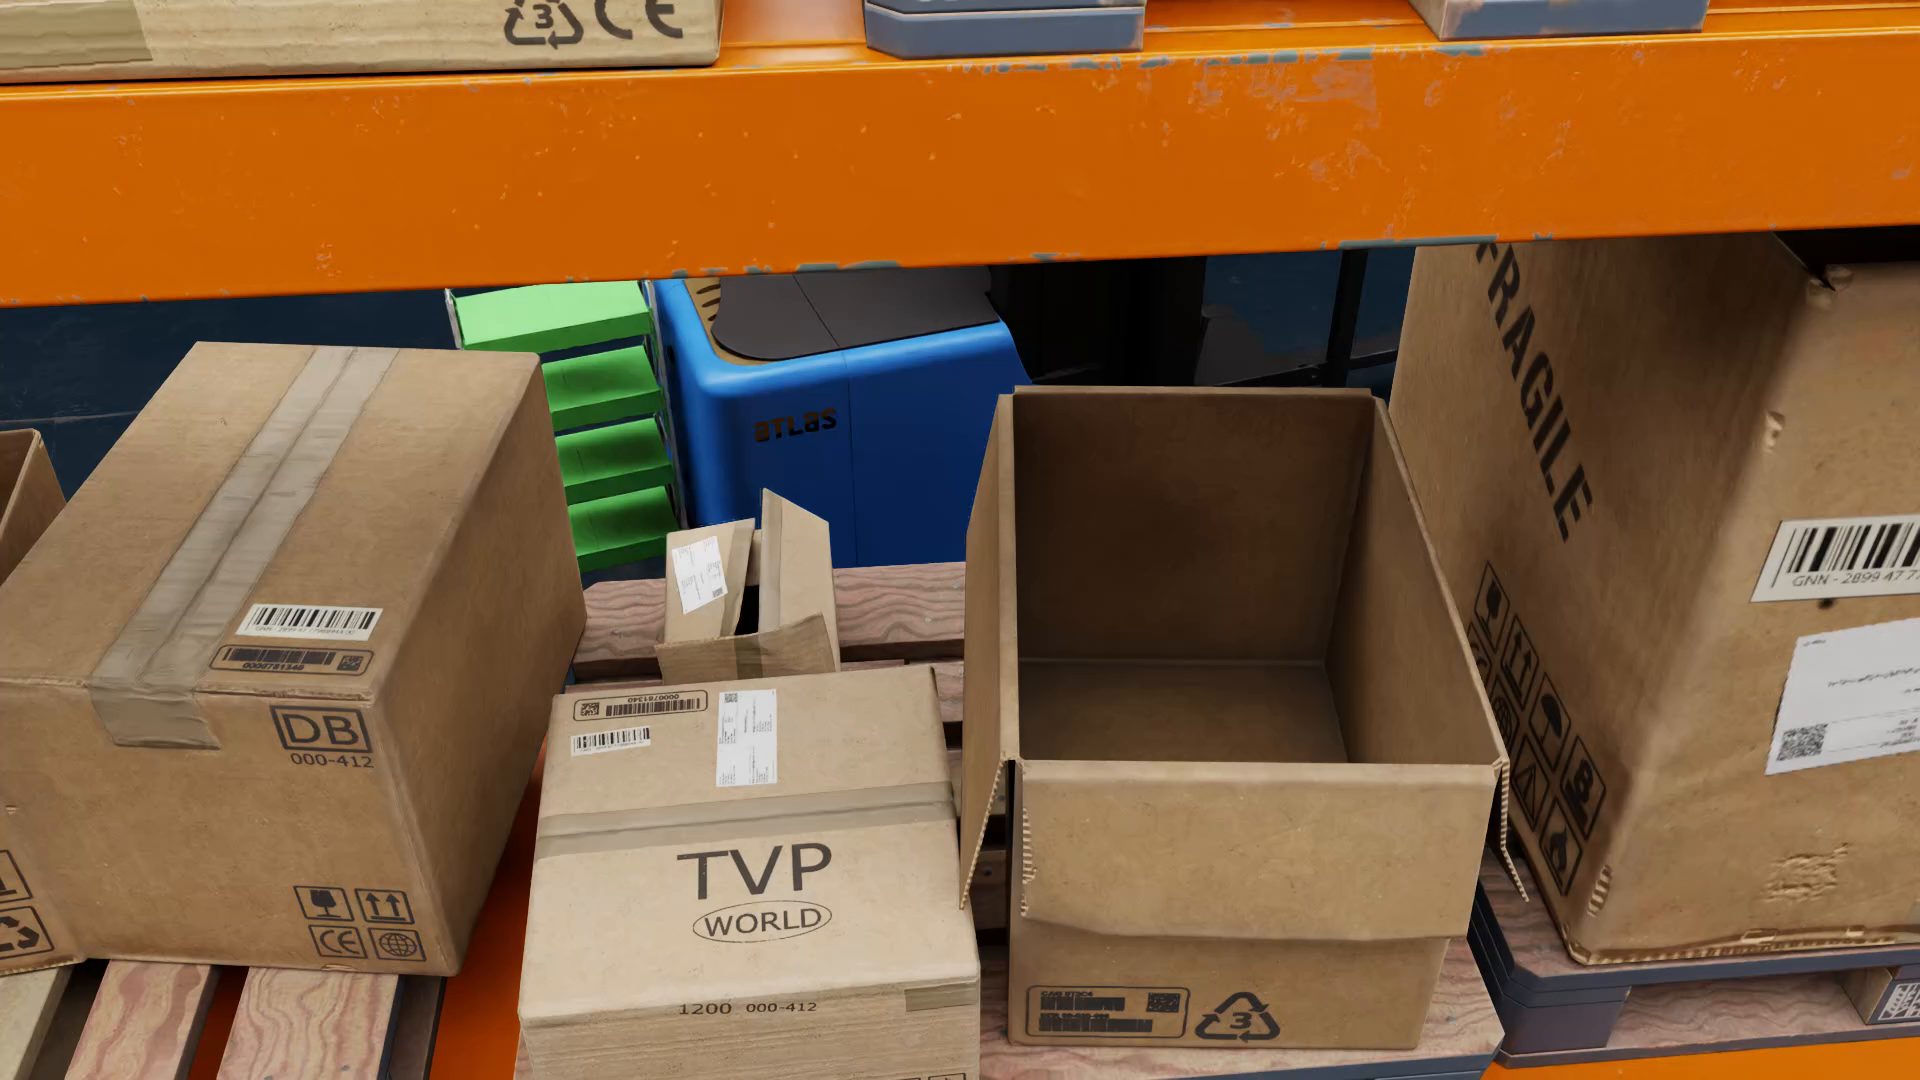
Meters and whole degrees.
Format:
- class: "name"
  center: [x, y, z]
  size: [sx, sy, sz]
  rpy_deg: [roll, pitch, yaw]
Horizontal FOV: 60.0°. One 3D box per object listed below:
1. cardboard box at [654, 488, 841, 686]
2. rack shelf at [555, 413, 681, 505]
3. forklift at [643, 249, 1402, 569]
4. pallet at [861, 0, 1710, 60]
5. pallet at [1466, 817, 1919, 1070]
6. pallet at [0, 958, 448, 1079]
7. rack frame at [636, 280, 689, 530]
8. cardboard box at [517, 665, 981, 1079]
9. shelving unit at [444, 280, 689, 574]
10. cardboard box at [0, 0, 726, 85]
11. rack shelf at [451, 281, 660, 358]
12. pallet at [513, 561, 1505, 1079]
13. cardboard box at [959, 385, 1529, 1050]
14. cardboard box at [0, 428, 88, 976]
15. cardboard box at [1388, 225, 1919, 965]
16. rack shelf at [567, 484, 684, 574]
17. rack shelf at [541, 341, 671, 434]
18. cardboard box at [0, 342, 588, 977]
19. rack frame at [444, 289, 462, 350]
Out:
- class: "cardboard box"
  center: [-0.307, 0.116, 2.451]
  size: [0.258, 0.266, 0.396]
  rpy_deg: [-4, 38, -5]
- class: "rack shelf"
  center: [-1.043, -0.178, 4.605]
  size: [0.480, 0.148, 0.258]
  rpy_deg: [-13, 40, -15]
- class: "forklift"
  center: [0.639, -1.273, 4.498]
  size: [3.031, 2.935, 1.130]
  rpy_deg: [-12, 40, -15]
- class: "pallet"
  center: [0.383, -0.810, 1.585]
  size: [1.003, 0.211, 1.213]
  rpy_deg: [-3, 38, -4]
- class: "pallet"
  center: [1.266, 0.294, 2.610]
  size: [1.213, 0.211, 1.003]
  rpy_deg: [-3, 38, -4]
- class: "pallet"
  center: [-1.243, 0.457, 2.404]
  size: [1.003, 0.211, 1.213]
  rpy_deg: [-3, 38, -4]
- class: "rack frame"
  center: [-0.814, -0.280, 4.627]
  size: [0.015, 1.200, 0.240]
  rpy_deg: [-13, 40, -15]
- class: "cardboard box"
  center: [-0.254, 0.430, 2.065]
  size: [0.500, 0.250, 0.500]
  rpy_deg: [-4, 38, -5]
- class: "shelving unit"
  center: [-1.044, -0.228, 4.565]
  size: [0.503, 1.200, 0.258]
  rpy_deg: [-13, 40, -15]
- class: "cardboard box"
  center: [-0.431, -0.563, 1.242]
  size: [0.500, 0.250, 0.500]
  rpy_deg: [-2, 38, -3]
- class: "rack shelf"
  center: [-1.048, -0.553, 4.306]
  size: [0.480, 0.148, 0.258]
  rpy_deg: [-13, 40, -15]
- class: "pallet"
  center: [0.024, 0.428, 2.441]
  size: [1.213, 0.211, 1.003]
  rpy_deg: [-3, 38, -4]
- class: "cardboard box"
  center: [0.322, 0.214, 2.135]
  size: [0.637, 0.503, 0.797]
  rpy_deg: [1, 38, 1]
- class: "cardboard box"
  center: [-1.410, 0.228, 2.120]
  size: [0.500, 0.500, 0.500]
  rpy_deg: [-8, 39, -10]
- class: "cardboard box"
  center: [1.237, -0.176, 2.229]
  size: [1.000, 1.000, 1.000]
  rpy_deg: [-3, 38, -4]
- class: "rack shelf"
  center: [-1.041, 0.010, 4.754]
  size: [0.480, 0.148, 0.258]
  rpy_deg: [-13, 40, -15]
- class: "rack shelf"
  center: [-1.046, -0.366, 4.456]
  size: [0.480, 0.148, 0.258]
  rpy_deg: [-13, 40, -15]
- class: "cardboard box"
  center: [-0.862, 0.136, 2.237]
  size: [0.500, 0.500, 0.700]
  rpy_deg: [2, 38, 3]
- class: "rack frame"
  center: [-1.274, -0.175, 4.503]
  size: [0.015, 1.200, 0.240]
  rpy_deg: [-13, 40, -15]
